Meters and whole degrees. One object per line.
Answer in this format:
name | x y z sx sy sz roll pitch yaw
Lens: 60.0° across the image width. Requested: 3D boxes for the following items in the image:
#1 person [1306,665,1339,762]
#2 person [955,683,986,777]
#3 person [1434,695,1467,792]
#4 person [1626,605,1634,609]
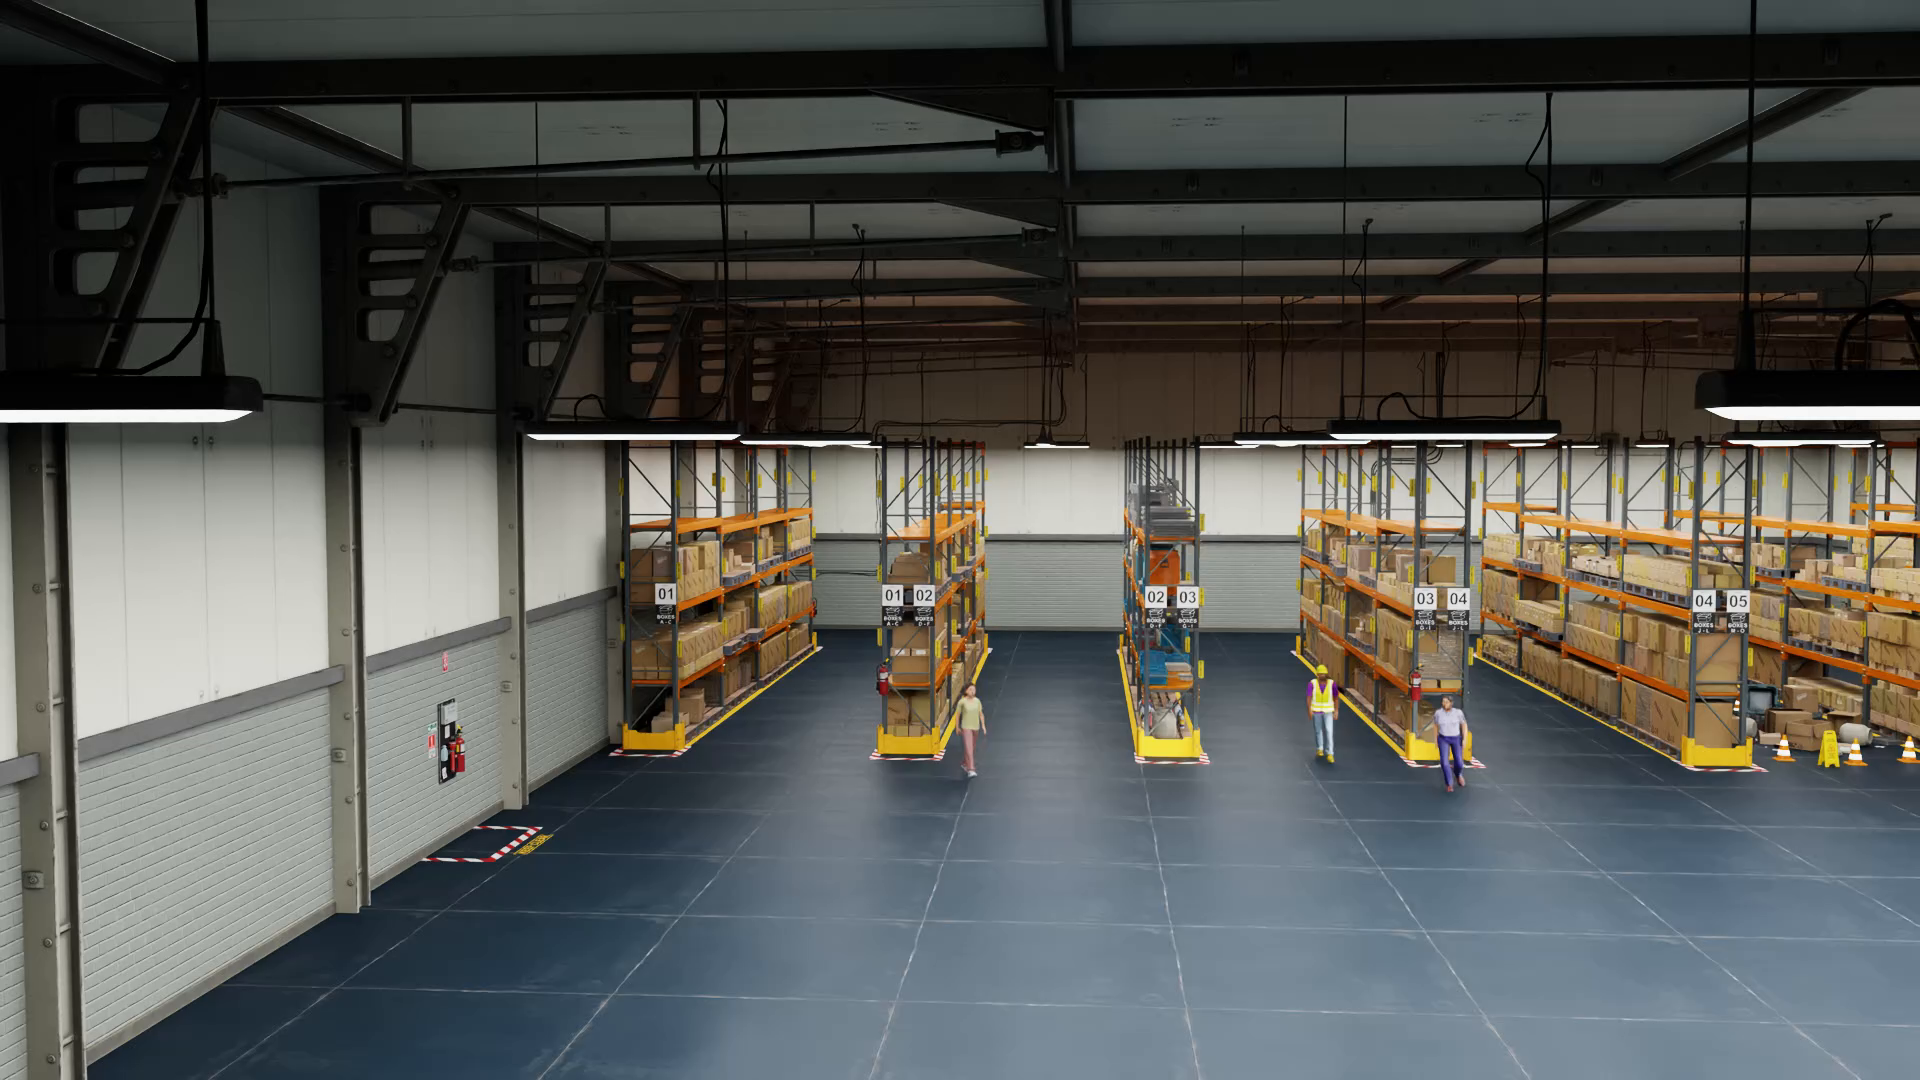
person | 6.711 3.180 30.817 0.587 1.720 0.925 1 3 17
person | 0.190 3.325 29.314 0.519 1.606 1.048 -2 4 -30
person | 8.287 3.412 28.108 0.552 1.630 0.518 1 3 18
person | 17.225 2.557 42.624 0.581 1.787 0.579 -1 3 -15
